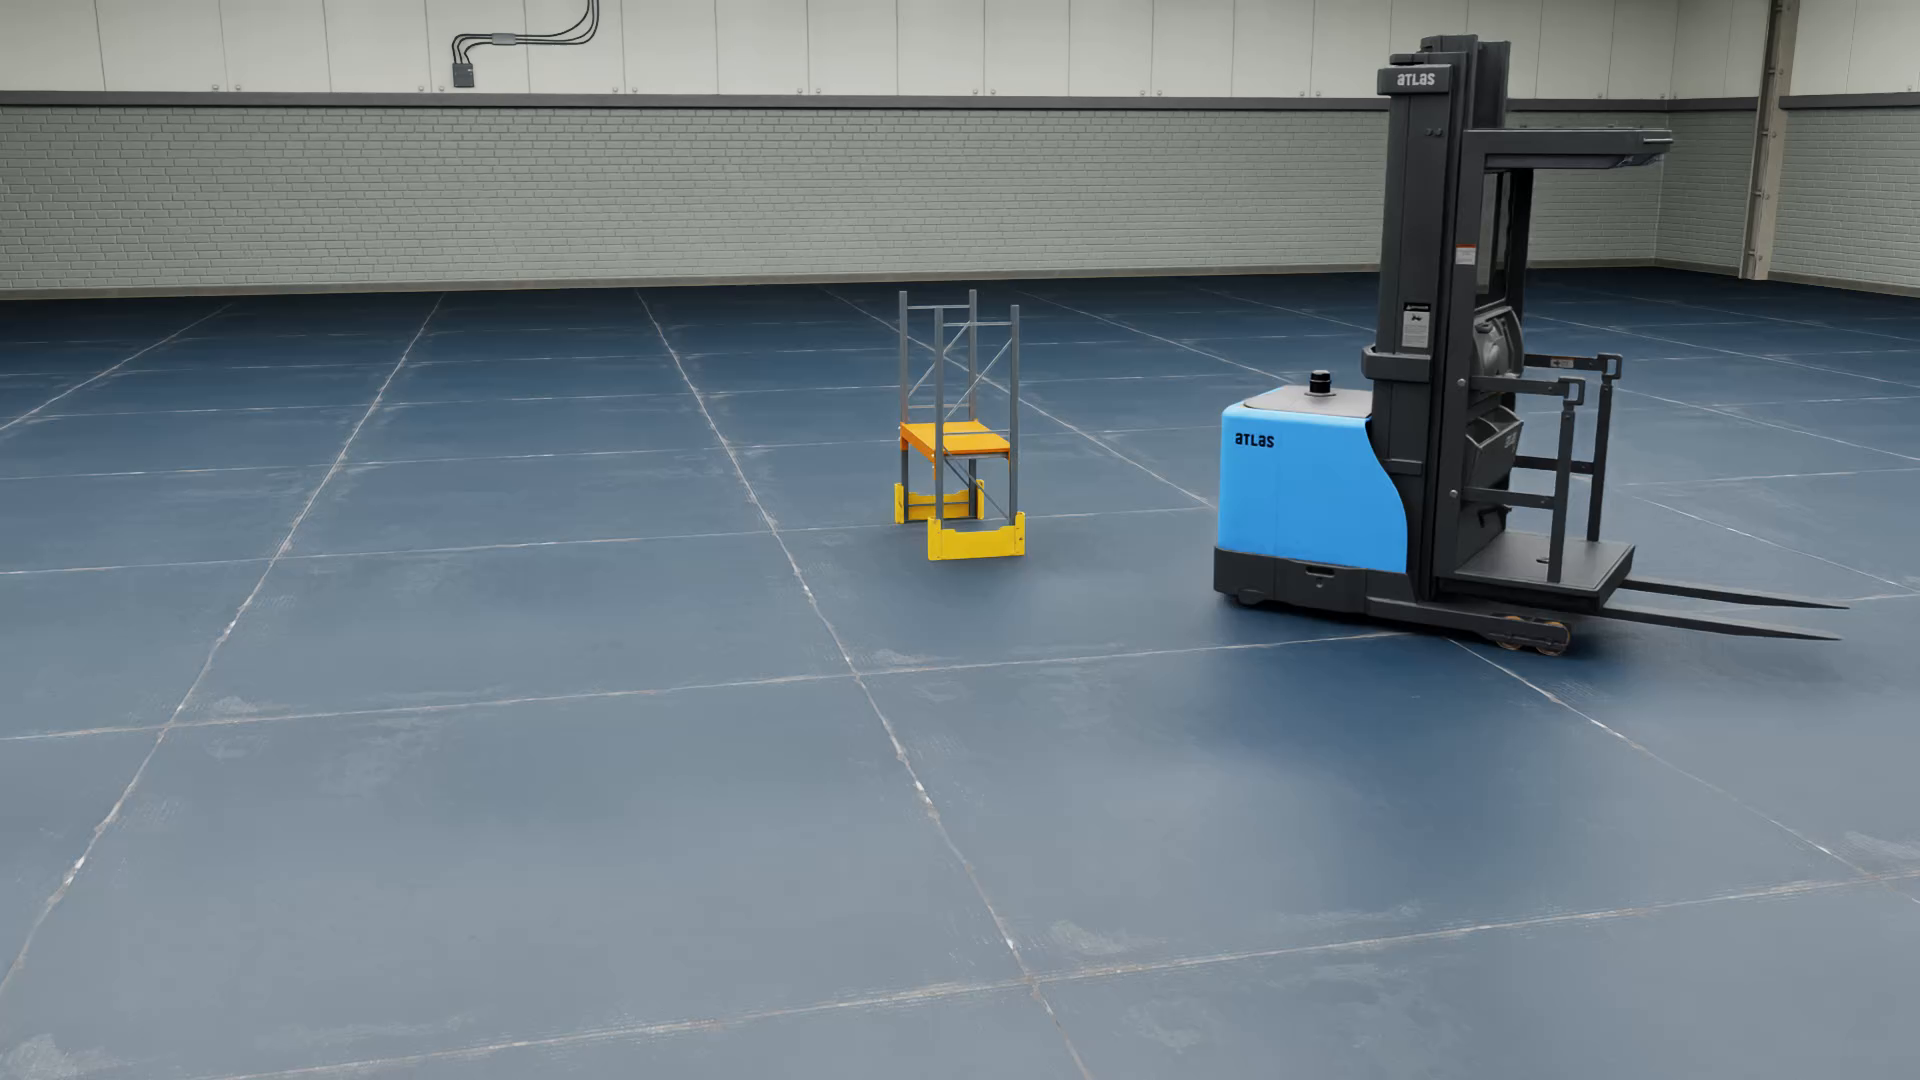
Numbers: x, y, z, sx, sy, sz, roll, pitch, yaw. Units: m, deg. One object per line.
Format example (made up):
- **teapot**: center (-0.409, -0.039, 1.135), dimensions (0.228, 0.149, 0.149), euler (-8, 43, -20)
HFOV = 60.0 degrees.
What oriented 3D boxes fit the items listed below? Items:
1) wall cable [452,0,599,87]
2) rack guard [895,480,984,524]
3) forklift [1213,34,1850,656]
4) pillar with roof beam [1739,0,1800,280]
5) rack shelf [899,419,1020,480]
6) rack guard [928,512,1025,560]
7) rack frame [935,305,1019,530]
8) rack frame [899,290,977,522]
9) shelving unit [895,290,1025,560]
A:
- **wall cable**: center (-6.860, -10.133, 25.777), dimensions (2.305, 6.003, 0.169), euler (-3, 14, -13)
- **rack guard**: center (-0.135, -0.254, 10.940), dimensions (0.587, 0.250, 0.087), euler (-3, 14, -13)
- **forklift**: center (2.906, -1.003, 8.355), dimensions (3.031, 2.935, 1.130), euler (8, 16, 30)
- **pillar with roof beam**: center (9.749, -8.718, 27.150), dimensions (9.100, 9.000, 0.400), euler (-3, 14, -13)
- **rack shelf**: center (-0.020, -0.574, 10.372), dimensions (0.538, 0.185, 1.000), euler (-3, 14, -13)
- **rack guard**: center (0.099, -0.024, 9.999), dimensions (0.587, 0.250, 0.087), euler (-3, 14, -13)
- **rack frame**: center (0.099, -0.631, 9.850), dimensions (0.500, 1.500, 0.032), euler (-3, 14, -13)
- **rack frame**: center (-0.139, -0.866, 10.810), dimensions (0.500, 1.500, 0.032), euler (-3, 14, -13)
- **shelving unit**: center (-0.018, -0.746, 10.321), dimensions (0.587, 1.500, 1.083), euler (-3, 14, -13)
